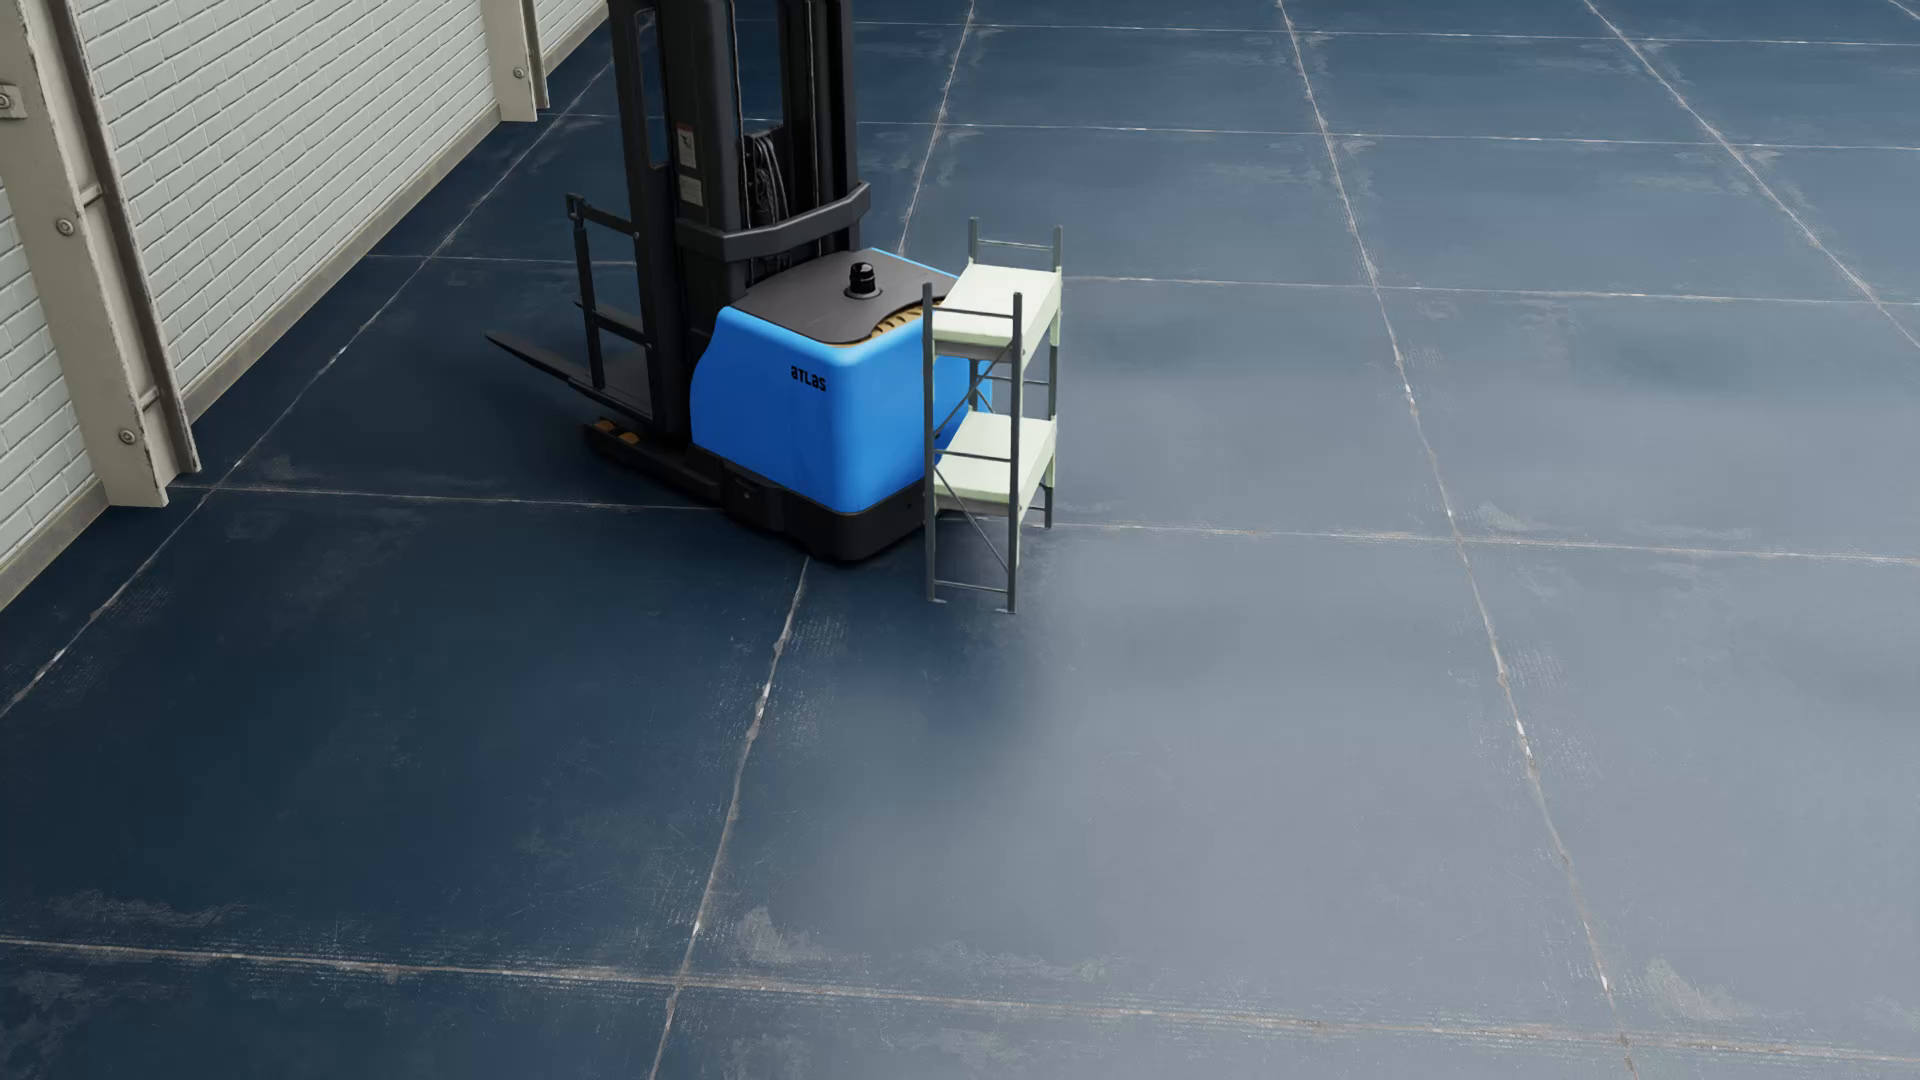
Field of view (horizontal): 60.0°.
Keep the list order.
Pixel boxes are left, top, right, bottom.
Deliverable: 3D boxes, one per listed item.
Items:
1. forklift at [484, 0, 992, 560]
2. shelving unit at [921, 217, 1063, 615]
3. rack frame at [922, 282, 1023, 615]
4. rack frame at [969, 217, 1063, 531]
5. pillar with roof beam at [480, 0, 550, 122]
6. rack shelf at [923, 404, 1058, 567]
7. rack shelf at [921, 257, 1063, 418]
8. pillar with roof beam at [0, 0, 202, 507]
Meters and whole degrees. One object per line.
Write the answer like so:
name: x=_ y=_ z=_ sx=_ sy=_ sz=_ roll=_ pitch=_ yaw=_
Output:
forklift: x=-1.272 y=-1.804 z=7.883 sx=3.031 sy=2.935 sz=1.130 roll=25 pitch=39 yaw=34
shelving unit: x=0.144 y=-0.530 z=7.181 sx=0.431 sy=1.500 sz=0.755 roll=8 pitch=33 yaw=13
rack frame: x=0.048 y=-0.345 z=6.880 sx=0.400 sy=1.500 sz=0.023 roll=8 pitch=33 yaw=13
rack frame: x=0.240 y=-0.716 z=7.482 sx=0.400 sy=1.500 sz=0.023 roll=8 pitch=33 yaw=13
pillar with roof beam: x=0.808 y=-7.052 z=10.616 sx=9.100 sy=9.000 sz=0.400 roll=2 pitch=32 yaw=4
rack shelf: x=0.144 y=-0.253 z=7.352 sx=0.431 sy=0.370 sz=0.720 roll=8 pitch=33 yaw=13
rack shelf: x=0.144 y=-0.862 z=6.976 sx=0.431 sy=0.370 sz=0.720 roll=8 pitch=33 yaw=13
pillar with roof beam: x=0.320 y=-3.915 z=5.525 sx=9.100 sy=9.000 sz=0.400 roll=2 pitch=32 yaw=4
